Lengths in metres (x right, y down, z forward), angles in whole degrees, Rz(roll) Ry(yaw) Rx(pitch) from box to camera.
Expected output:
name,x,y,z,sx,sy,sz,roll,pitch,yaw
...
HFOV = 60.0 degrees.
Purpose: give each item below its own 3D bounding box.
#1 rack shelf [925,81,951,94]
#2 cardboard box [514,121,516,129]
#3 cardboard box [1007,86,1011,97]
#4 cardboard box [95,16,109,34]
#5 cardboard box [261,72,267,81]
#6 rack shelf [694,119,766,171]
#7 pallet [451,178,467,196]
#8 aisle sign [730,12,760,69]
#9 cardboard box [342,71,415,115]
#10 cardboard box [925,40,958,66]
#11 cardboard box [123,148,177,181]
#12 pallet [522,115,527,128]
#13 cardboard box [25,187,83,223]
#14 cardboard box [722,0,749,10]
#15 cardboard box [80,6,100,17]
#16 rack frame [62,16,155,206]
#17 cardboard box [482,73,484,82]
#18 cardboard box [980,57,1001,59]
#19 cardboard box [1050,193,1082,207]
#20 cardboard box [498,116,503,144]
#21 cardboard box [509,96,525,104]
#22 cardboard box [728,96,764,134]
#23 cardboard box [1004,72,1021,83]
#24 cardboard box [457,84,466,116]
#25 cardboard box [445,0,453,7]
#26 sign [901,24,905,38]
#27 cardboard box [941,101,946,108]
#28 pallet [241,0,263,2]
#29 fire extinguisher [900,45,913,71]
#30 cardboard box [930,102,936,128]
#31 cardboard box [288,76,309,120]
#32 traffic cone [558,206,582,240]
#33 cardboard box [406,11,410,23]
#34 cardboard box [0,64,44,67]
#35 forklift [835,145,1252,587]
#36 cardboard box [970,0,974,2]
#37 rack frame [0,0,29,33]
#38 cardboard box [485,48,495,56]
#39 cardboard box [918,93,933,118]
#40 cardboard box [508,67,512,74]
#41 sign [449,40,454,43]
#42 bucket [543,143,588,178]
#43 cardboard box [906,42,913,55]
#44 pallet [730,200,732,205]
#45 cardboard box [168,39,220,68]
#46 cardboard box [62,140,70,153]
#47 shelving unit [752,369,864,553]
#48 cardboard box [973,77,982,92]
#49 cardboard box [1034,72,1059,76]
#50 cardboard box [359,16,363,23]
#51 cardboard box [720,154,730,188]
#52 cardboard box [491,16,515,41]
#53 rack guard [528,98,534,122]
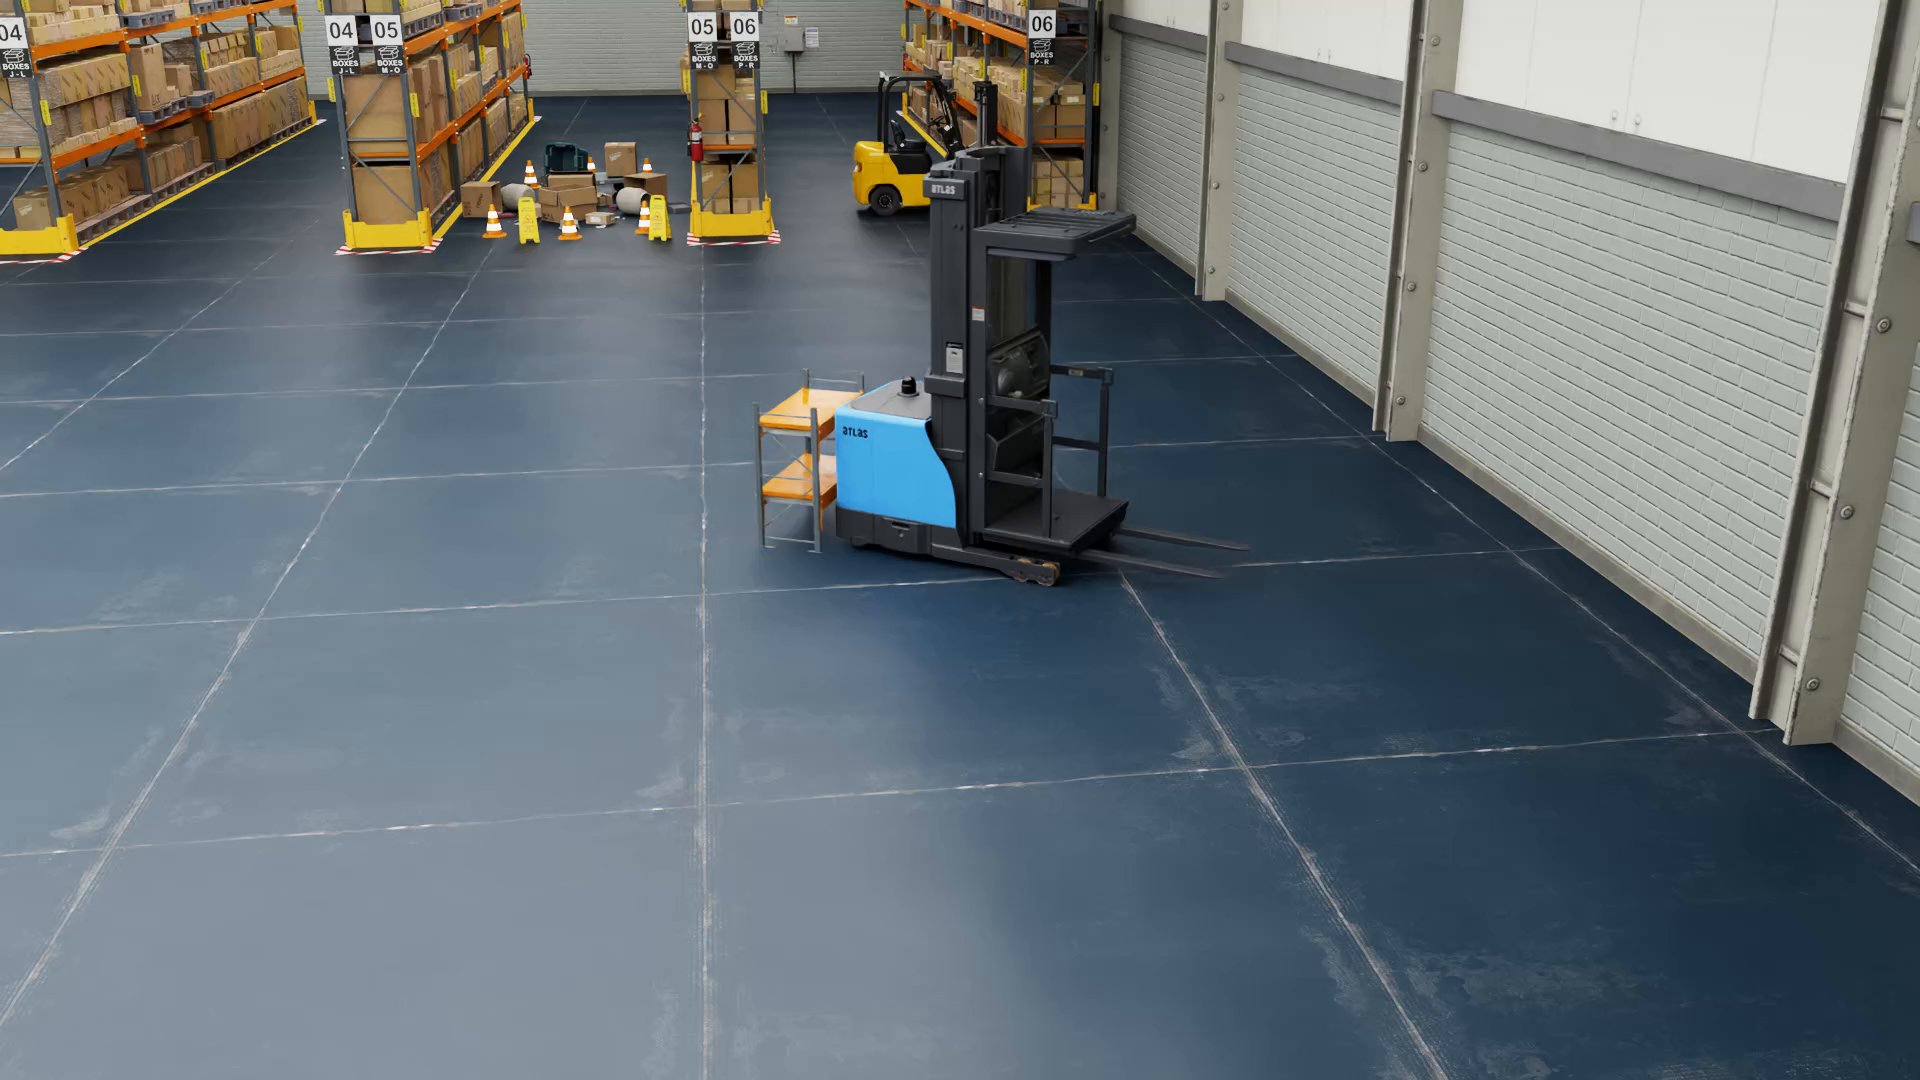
name,x,y,z,sx,sy,sz,roll,pitch,yaw
rack shelf,0.053,-9.371,34.548,1.077,0.370,4.000,-3,21,-8
cardboard box,-9.803,-8.960,35.893,0.380,0.149,0.250,-2,21,-6
cardboard box,0.958,-7.146,26.491,0.380,0.149,0.250,-3,21,-7
cardboard box,-13.411,-7.888,25.477,0.500,0.250,0.500,-2,21,-6
cardboard box,-14.667,-9.651,34.628,0.380,0.149,0.250,-3,21,-8
rack shelf,-3.705,-6.350,26.458,1.077,0.370,4.000,-3,21,-8
pallet,-9.063,-6.052,28.617,1.003,0.211,1.213,-3,21,-8
aisle sign,-3.101,-7.206,24.008,0.394,0.787,0.004,-3,21,-8
cardboard box,-8.316,-6.416,23.850,0.875,0.550,0.550,-3,21,-8
cardboard box,-0.387,-10.466,35.707,0.700,0.500,0.500,-2,21,-6
cardboard box,-13.998,-6.488,28.744,0.700,0.500,0.500,-5,21,-12
pallet,-10.514,-9.634,38.208,1.003,0.211,1.213,-3,21,-8
cardboard box,-13.417,-4.943,24.635,0.500,0.500,0.500,2,21,6
cardboard box,-3.266,-7.789,24.215,0.380,0.149,0.250,-3,21,-8
cardboard box,-13.332,-8.029,25.284,0.380,0.149,0.250,-4,21,-9
rack frame,-13.800,-6.880,26.848,1.000,3.000,0.127,-3,21,-8
cardboard box,-9.397,-8.910,32.044,0.380,0.149,0.250,-2,21,-5
cardboard box,0.588,-9.264,32.163,0.380,0.149,0.250,-2,21,-6
cardboard box,1.617,-5.335,26.042,0.500,0.250,0.500,-3,21,-8
cardboard box,-9.531,-8.291,33.601,0.500,0.500,0.500,-3,21,-9
cardboard box,-10.138,-10.046,37.950,0.380,0.149,0.250,-3,21,-9
cardboard box,-3.211,-6.359,24.886,0.500,0.500,0.500,-3,21,-9
cardboard box,0.934,-7.554,27.158,0.380,0.149,0.250,-3,21,-8
cardboard box,-8.760,-7.512,28.399,0.500,0.500,0.500,-3,21,-7
cardboard box,-8.822,-9.124,28.187,0.380,0.149,0.250,-3,21,-8
sign,-1.349,-12.164,39.760,0.100,0.325,0.005,-3,21,-8
cardboard box,-0.197,-9.144,34.956,0.380,0.149,0.250,-2,21,-6
pallet,-15.061,-11.297,34.515,1.003,0.211,1.213,-3,21,-8
fire extinguisher,-1.291,-11.602,40.137,0.296,0.674,0.183,-3,21,-8
cardboard box,-0.388,-9.248,36.162,0.500,0.500,0.500,-2,21,-5
cardboard box,-15.358,-10.018,37.688,0.875,0.875,0.875,-3,21,-8
traffic cone,-5.805,-4.716,24.682,0.336,0.463,0.334,-3,21,-8
cardboard box,-8.070,-7.464,23.742,0.380,0.149,0.250,-3,21,-7
cardboard box,-13.695,-6.673,24.299,0.500,0.500,0.500,-3,21,-8
forklift,0.605,-1.253,11.881,3.031,2.935,1.130,10,23,26
cardboard box,0.462,-9.742,29.610,0.500,0.311,0.500,-4,21,-10
rack frame,-13.223,-8.305,22.091,1.000,3.000,0.127,-3,21,-8
cardboard box,-9.740,-10.000,34.112,0.380,0.149,0.250,-4,21,-9
cardboard box,-0.583,-9.938,38.009,0.700,0.500,0.500,-4,21,-10
cardboard box,-9.954,-10.222,36.156,0.380,0.149,0.250,-3,21,-7
sign,-10.566,-10.240,34.609,0.100,0.325,0.005,-3,21,-8
bucket,-6.576,-6.342,27.917,0.726,0.611,0.620,4,11,11
cardboard box,-1.013,-11.684,39.502,0.500,0.250,0.500,-3,21,-7
pallet,-3.683,-5.419,26.923,1.003,0.211,1.213,-3,21,-8
cardboard box,-14.557,-9.261,31.648,0.797,0.503,0.637,-2,21,-6
cardboard box,-13.067,-5.662,23.949,0.380,0.149,0.250,-3,21,-8
shelving unit,-1.139,-0.626,12.785,0.538,1.125,1.048,6,21,15
cardboard box,0.513,-8.130,29.696,0.500,0.250,0.500,-3,21,-9
cardboard box,1.415,-7.581,27.231,0.380,0.149,0.250,-3,21,-8
cardboard box,-8.720,-7.426,23.641,0.380,0.149,0.250,-3,21,-7
cardboard box,-3.935,-5.874,26.415,0.500,0.500,0.500,-3,21,-9
cardboard box,-10.059,-11.220,36.473,0.500,0.500,0.500,-4,21,-10
rack guard,-10.596,-10.052,38.916,1.175,0.500,0.348,-3,21,-8
